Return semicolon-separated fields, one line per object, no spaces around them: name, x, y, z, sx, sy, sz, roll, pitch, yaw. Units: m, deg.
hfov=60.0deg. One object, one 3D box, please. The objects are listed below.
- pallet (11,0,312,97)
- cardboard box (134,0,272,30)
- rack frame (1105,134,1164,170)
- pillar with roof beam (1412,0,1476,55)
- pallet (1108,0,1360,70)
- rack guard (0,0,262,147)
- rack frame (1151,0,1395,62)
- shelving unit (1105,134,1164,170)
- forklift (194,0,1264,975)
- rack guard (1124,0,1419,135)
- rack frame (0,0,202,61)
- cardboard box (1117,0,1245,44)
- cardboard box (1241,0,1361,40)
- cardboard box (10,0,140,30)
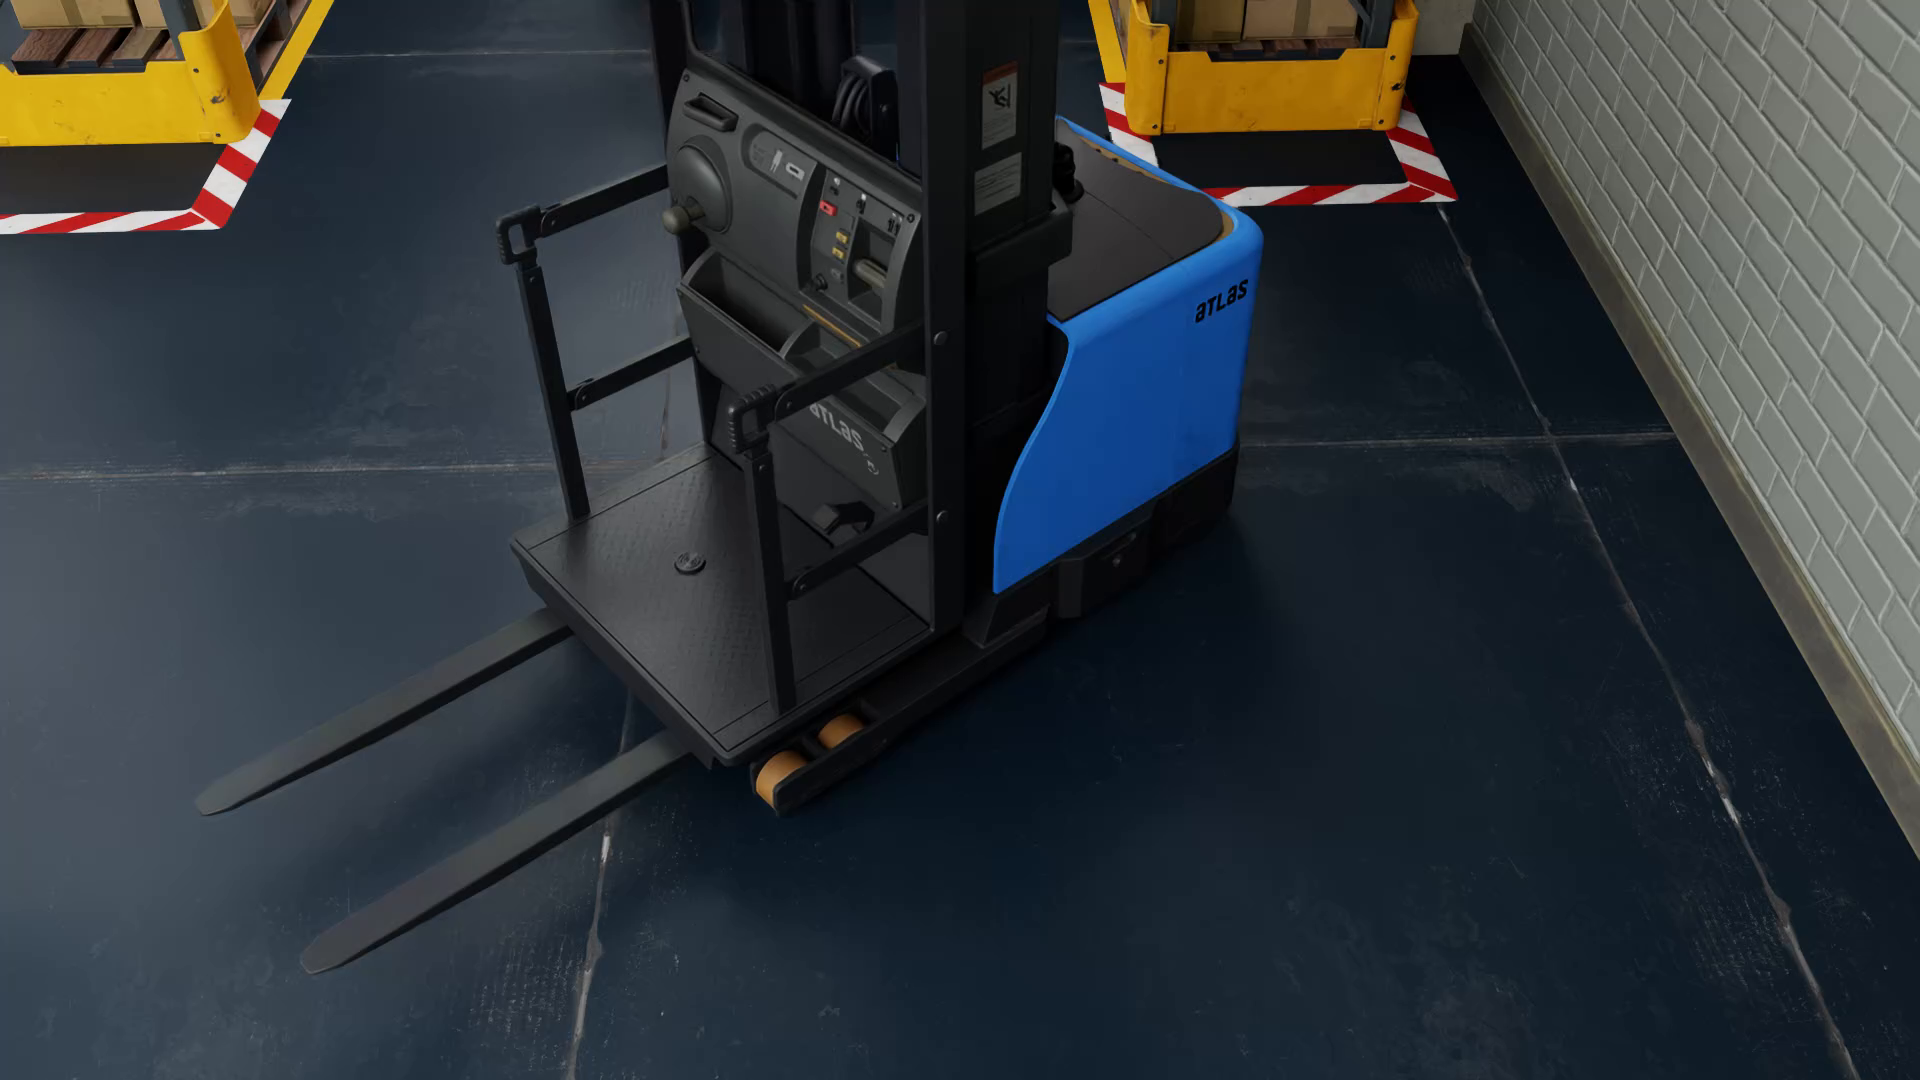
pallet;-3.649;-2.421;7.735;1.003;0.211;1.213;-2;43;-2
cardboard box;-3.404;-2.542;7.527;0.500;0.250;0.500;-2;43;-2
rack frame;0.553;-0.916;5.584;0.240;0.900;0.006;33;52;31
pillar with roof beam;-2.117;-5.577;4.674;9.100;9.000;0.400;-2;43;-2
pallet;1.239;-2.480;7.799;1.003;0.211;1.213;-2;43;-2
rack guard;-3.649;-1.978;7.038;1.175;0.500;0.348;-2;43;-2
rack frame;1.313;-2.993;6.295;1.000;3.000;0.127;-2;43;-2
shelving unit;0.482;-0.867;5.530;0.258;0.900;0.210;33;52;31
forklift;-0.576;-0.757;3.907;3.031;2.935;1.130;-31;51;-29
rack guard;1.314;-2.055;7.122;1.175;0.500;0.348;-2;43;-2
rack frame;-3.646;-2.848;6.137;1.000;3.000;0.127;-2;43;-2
cardboard box;0.977;-2.442;7.419;0.500;0.250;0.500;-1;43;-1
cardboard box;1.487;-2.471;7.450;0.500;0.250;0.500;-1;43;-2
cardboard box;-3.950;-2.543;7.529;0.500;0.250;0.500;-2;43;-2
